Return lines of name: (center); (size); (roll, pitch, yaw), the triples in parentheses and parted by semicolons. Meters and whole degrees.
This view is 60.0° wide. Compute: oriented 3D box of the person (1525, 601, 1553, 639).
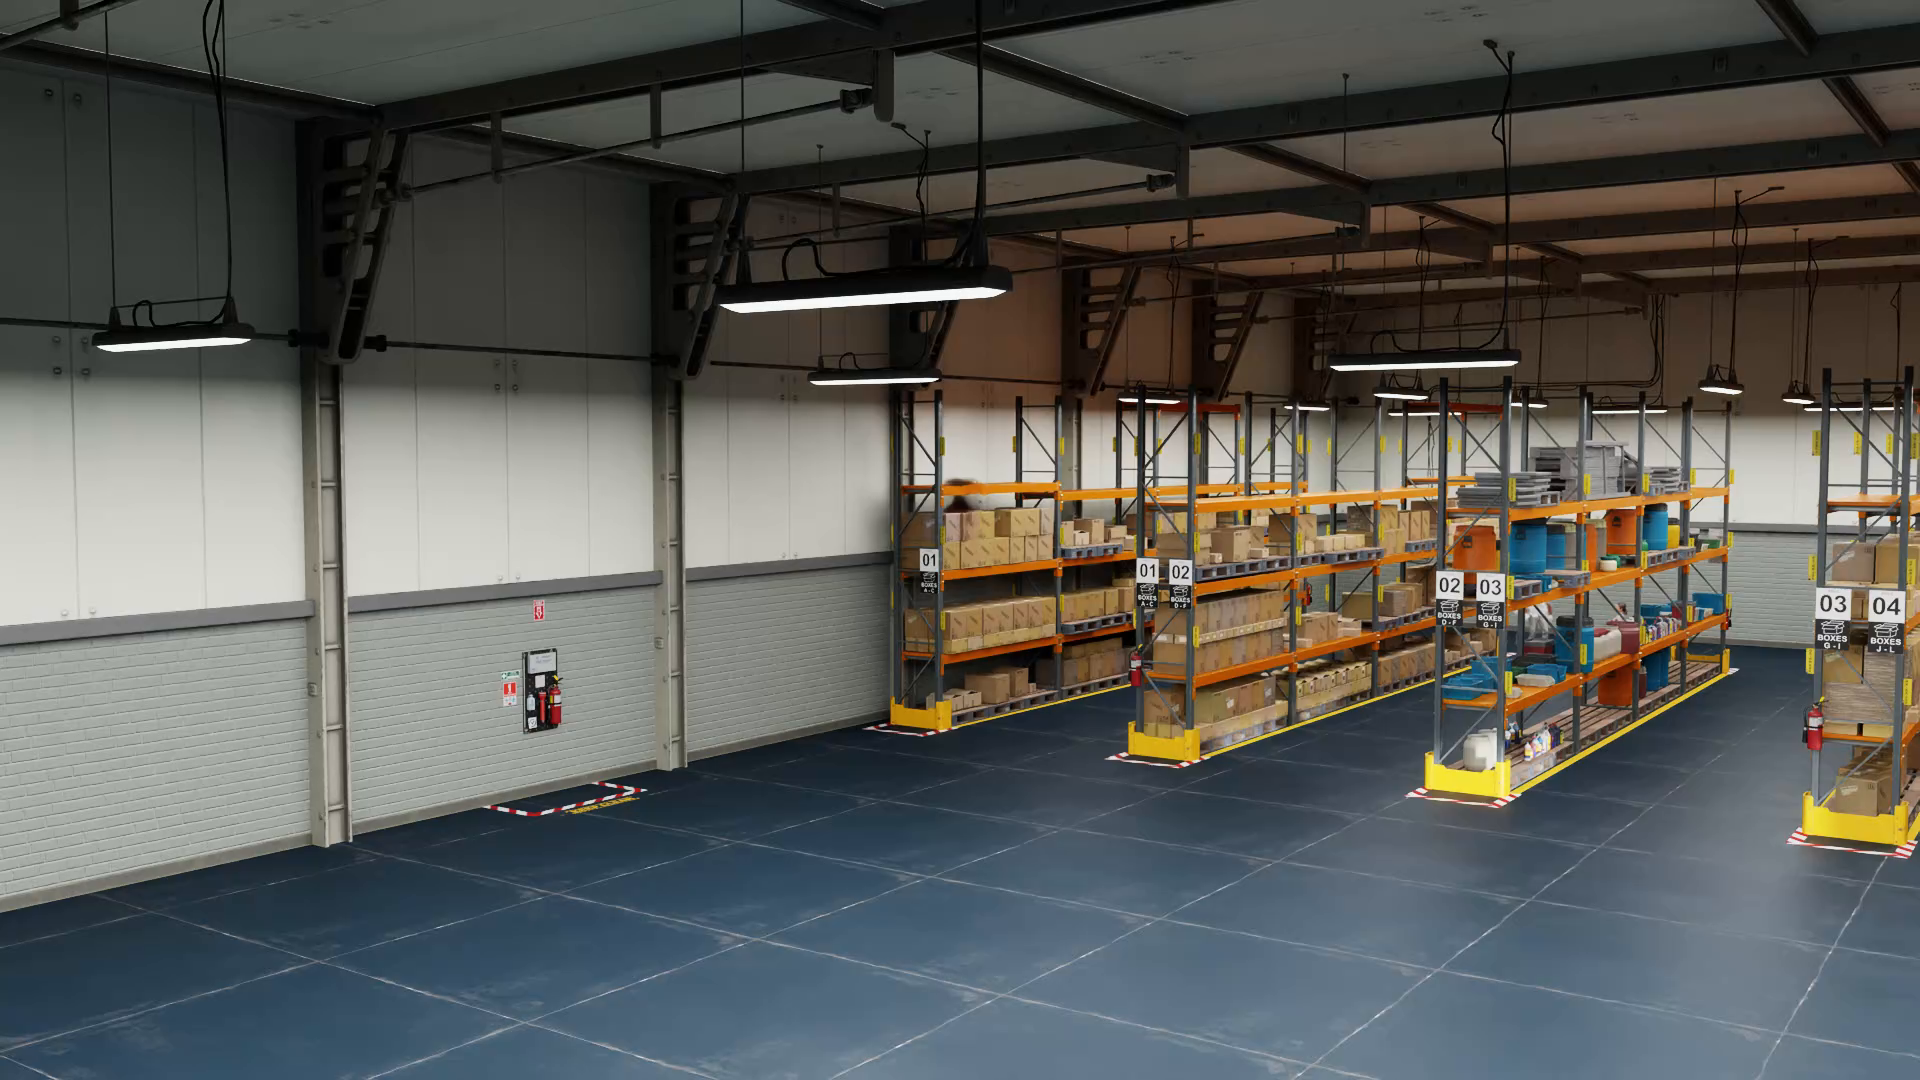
person: (13.941, 1.845, 39.996); (0.684, 1.731, 0.966); (0, 3, 6)

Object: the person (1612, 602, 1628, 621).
person: (14.114, 2.160, 35.636); (0.365, 1.678, 0.487); (2, 4, 26)
